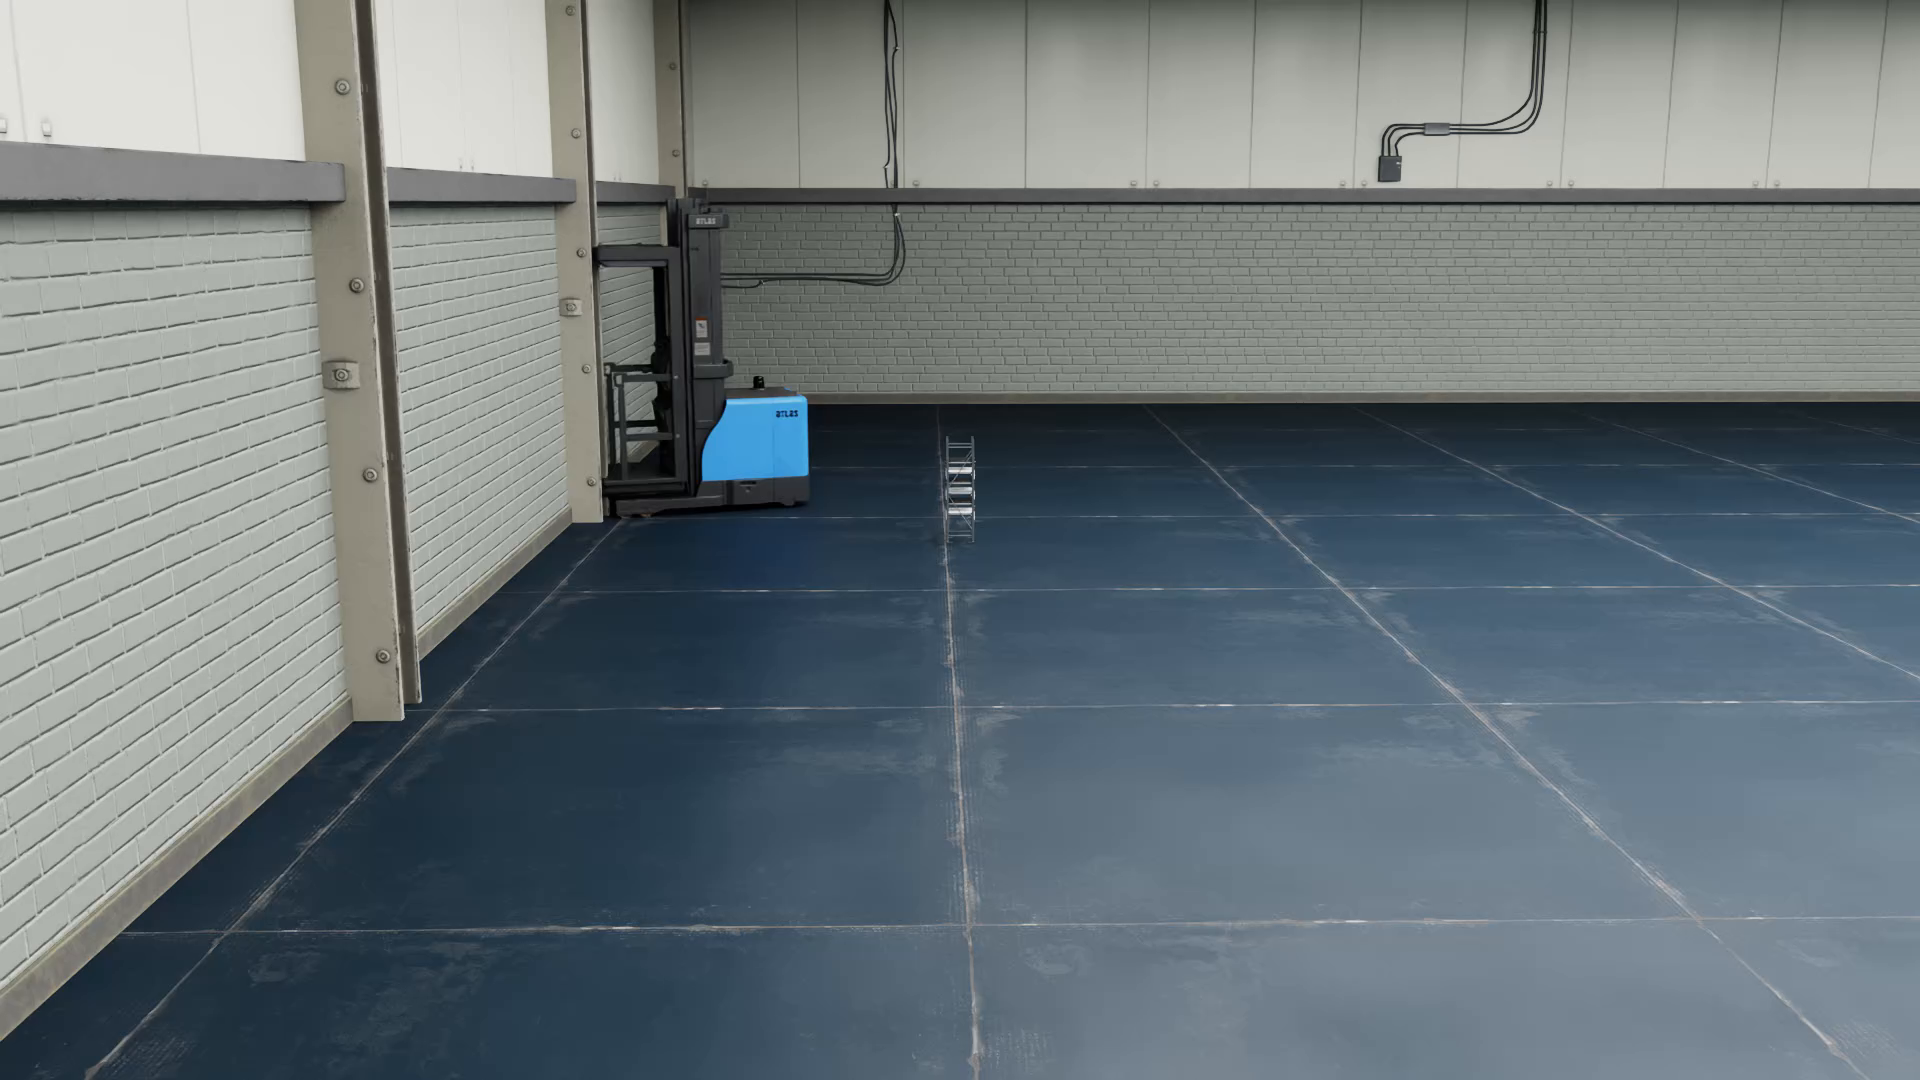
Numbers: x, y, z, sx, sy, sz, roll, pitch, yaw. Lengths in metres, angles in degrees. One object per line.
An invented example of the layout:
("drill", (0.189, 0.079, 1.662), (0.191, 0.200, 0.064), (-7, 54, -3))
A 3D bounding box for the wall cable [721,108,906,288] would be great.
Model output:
("wall cable", (-2.328, -4.873, 23.754), (3.097, 2.526, 0.112), (0, 11, -1))

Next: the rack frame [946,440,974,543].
("rack frame", (0.002, -0.419, 14.362), (0.240, 0.900, 0.006), (0, 11, -1))

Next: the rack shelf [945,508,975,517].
("rack shelf", (0.000, -0.230, 14.504), (0.258, 0.077, 0.200), (0, 11, -1))

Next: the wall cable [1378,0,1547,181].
("wall cable", (7.164, -8.097, 23.284), (2.305, 6.003, 0.169), (0, 11, -1))

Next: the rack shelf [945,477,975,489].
("rack shelf", (0.000, -0.495, 14.450), (0.258, 0.077, 0.200), (0, 11, -1))

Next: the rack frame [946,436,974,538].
("rack frame", (-0.002, -0.460, 14.561), (0.240, 0.900, 0.006), (0, 11, -1))

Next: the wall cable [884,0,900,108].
("wall cable", (0.377, -7.359, 23.307), (3.097, 2.526, 0.112), (0, 11, -1))

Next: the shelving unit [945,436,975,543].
("shelving unit", (0.000, -0.439, 14.462), (0.258, 0.900, 0.210), (0, 11, -1))

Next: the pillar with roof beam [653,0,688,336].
("pillar with roof beam", (0.715, -5.821, 20.619), (9.100, 9.000, 0.400), (0, 11, -1))

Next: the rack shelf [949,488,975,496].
("rack shelf", (0.000, -0.407, 14.468), (0.258, 0.077, 0.200), (0, 11, -1))

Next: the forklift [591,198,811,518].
("forklift", (-3.028, -1.758, 15.851), (3.031, 2.935, 1.130), (-4, 12, -17))

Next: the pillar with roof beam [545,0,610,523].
("pillar with roof beam", (0.839, -4.628, 14.740), (9.100, 9.000, 0.400), (0, 11, -1))

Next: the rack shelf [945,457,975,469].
("rack shelf", (0.000, -0.671, 14.415), (0.258, 0.077, 0.200), (0, 11, -1))

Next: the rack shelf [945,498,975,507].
("rack shelf", (0.000, -0.319, 14.486), (0.258, 0.077, 0.200), (0, 11, -1))

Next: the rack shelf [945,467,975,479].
("rack shelf", (0.000, -0.583, 14.433), (0.258, 0.077, 0.200), (0, 11, -1))

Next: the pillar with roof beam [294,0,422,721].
("pillar with roof beam", (0.963, -3.436, 8.862), (9.100, 9.000, 0.400), (0, 11, -1))
